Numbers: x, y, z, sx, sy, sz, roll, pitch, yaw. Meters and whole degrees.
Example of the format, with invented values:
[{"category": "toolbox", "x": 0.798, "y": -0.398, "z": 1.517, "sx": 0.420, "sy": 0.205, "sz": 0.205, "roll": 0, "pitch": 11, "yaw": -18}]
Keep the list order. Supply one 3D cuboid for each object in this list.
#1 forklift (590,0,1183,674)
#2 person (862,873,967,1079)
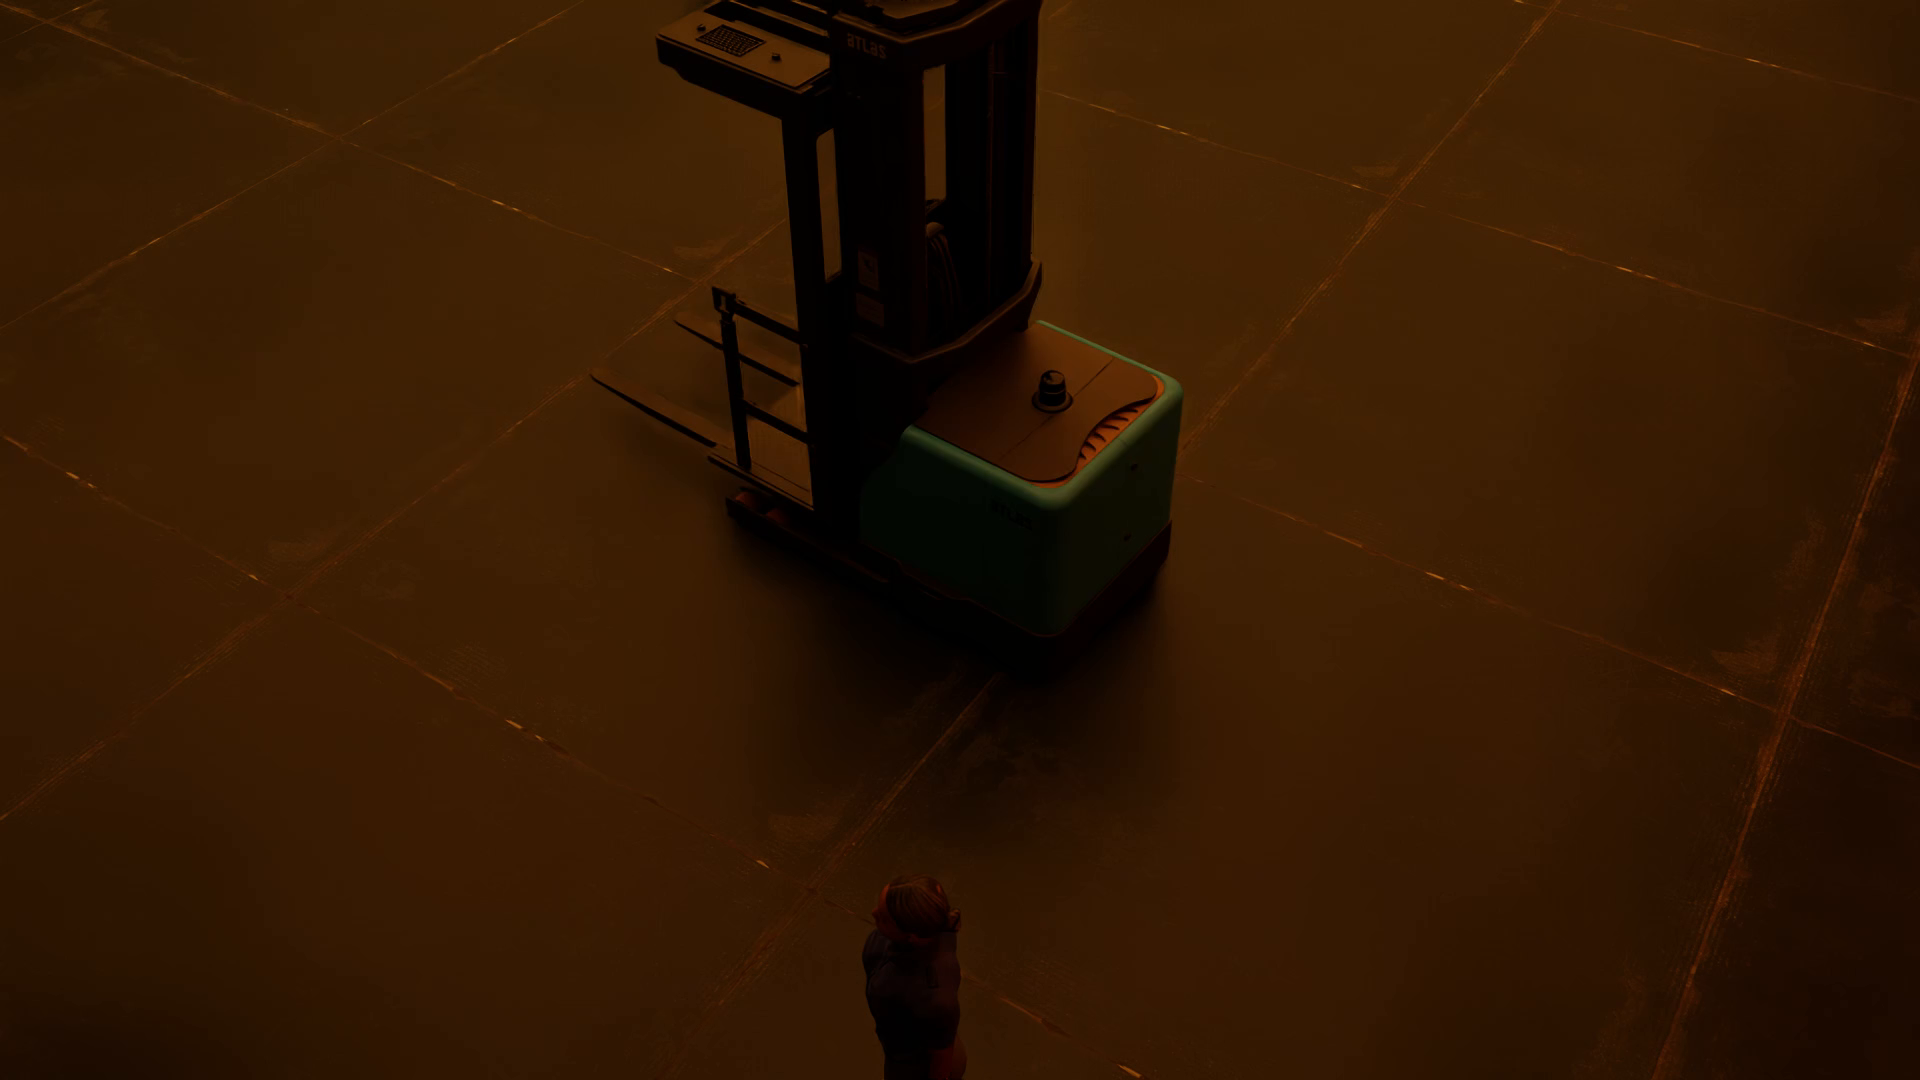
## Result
[{"category": "forklift", "x": -0.503, "y": -1.313, "z": 7.233, "sx": 3.031, "sy": 2.935, "sz": 1.130, "roll": 28, "pitch": 50, "yaw": 26}, {"category": "person", "x": -0.150, "y": 1.548, "z": 5.143, "sx": 0.329, "sy": 1.662, "sz": 0.457, "roll": -5, "pitch": 44, "yaw": -5}]
